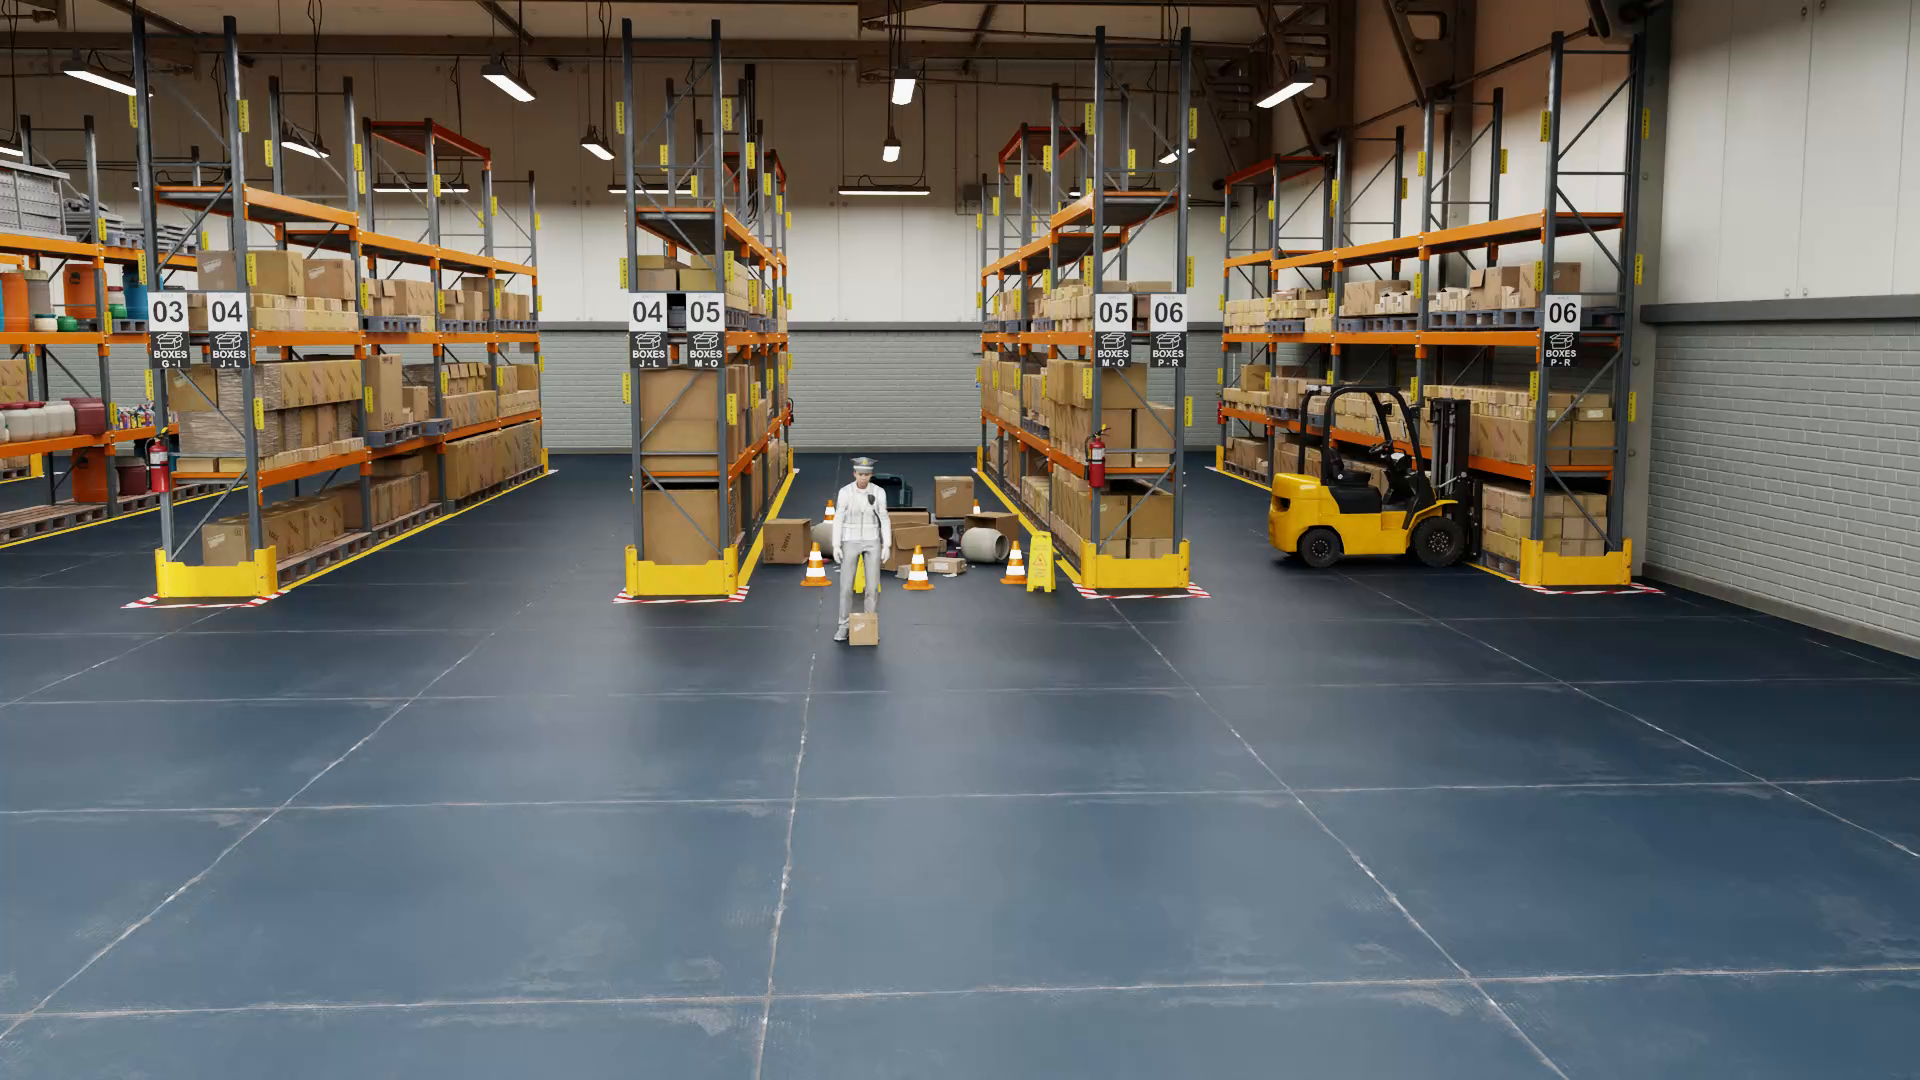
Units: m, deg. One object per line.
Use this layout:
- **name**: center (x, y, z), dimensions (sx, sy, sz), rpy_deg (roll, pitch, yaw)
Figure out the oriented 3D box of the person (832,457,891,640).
- **person**: center (-0.891, 0.074, 15.129), dimensions (0.537, 1.663, 0.405), rpy_deg (-1, 7, -5)
